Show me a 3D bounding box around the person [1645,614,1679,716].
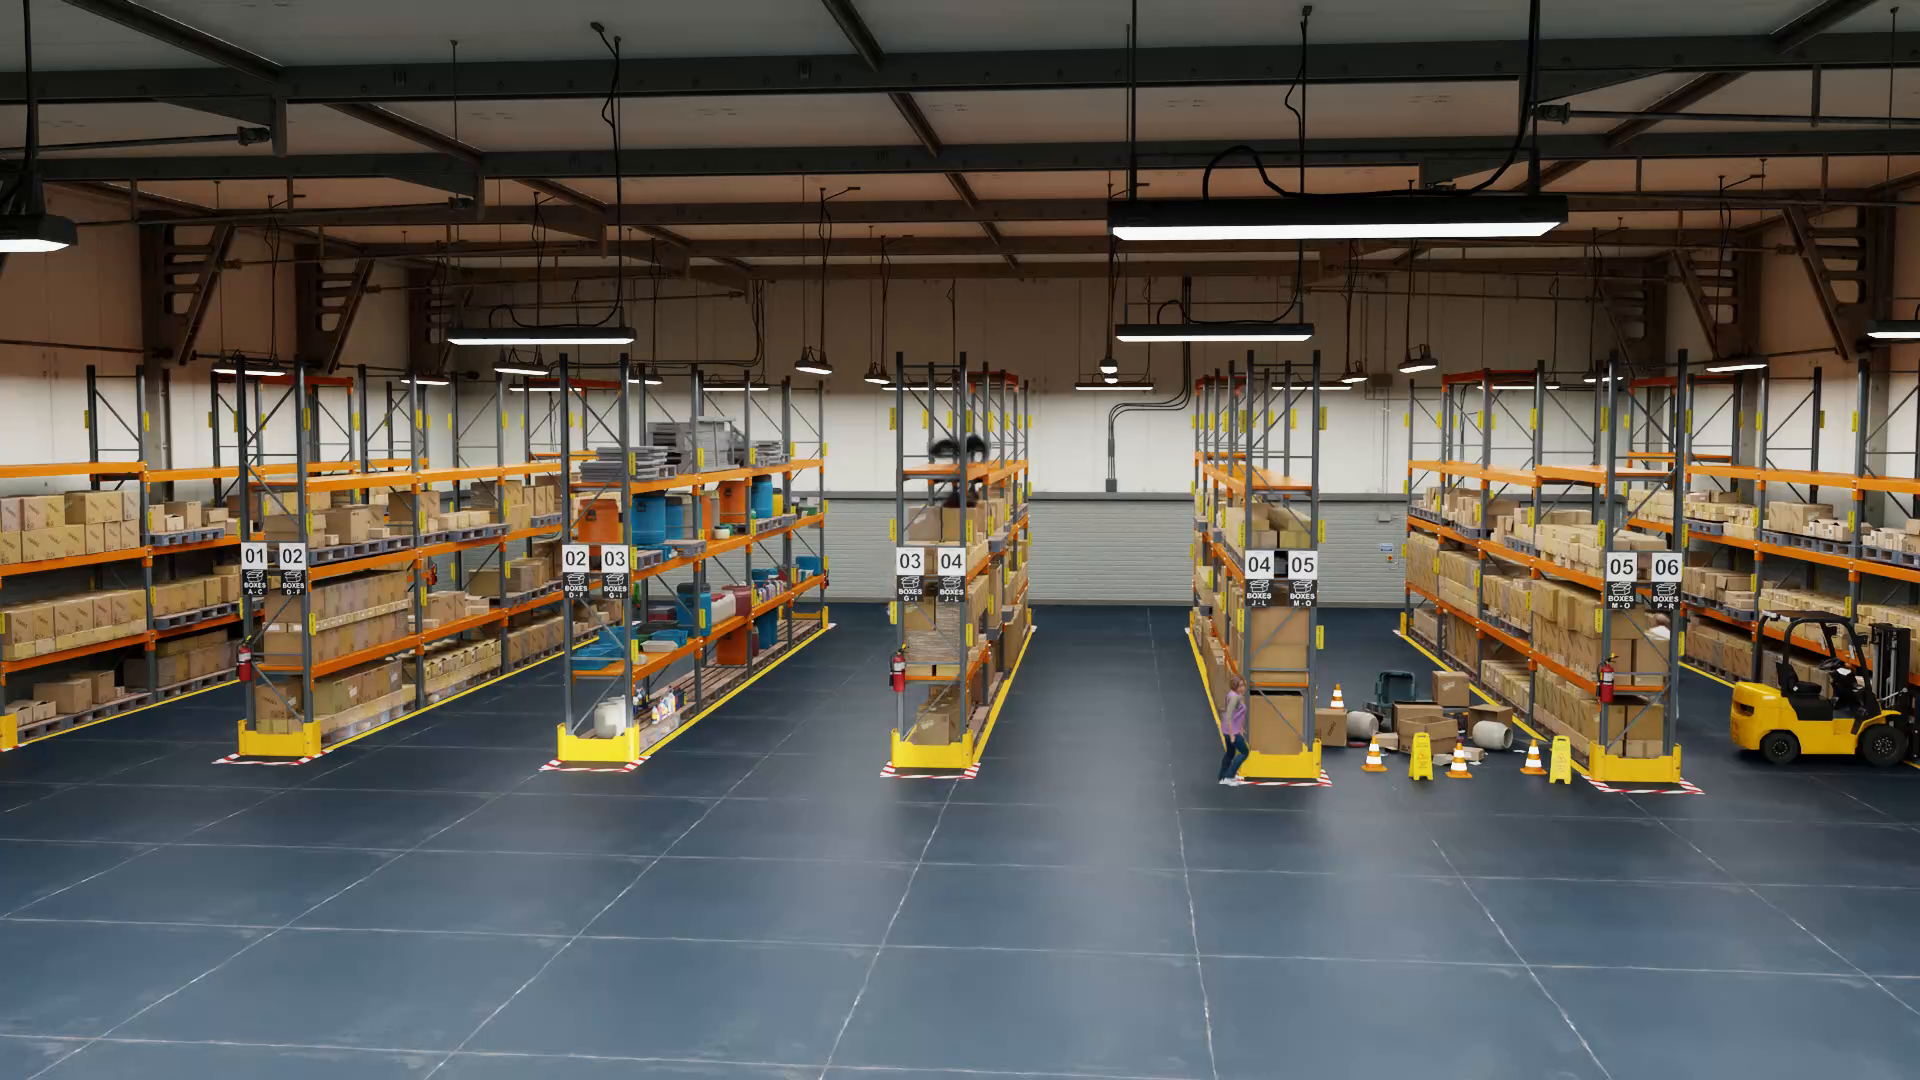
[{"bbox_3d":[11.902,2.129,28.178,0.625,1.730,1.038,0,4,-1],"label":"person"}]

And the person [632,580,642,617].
[{"bbox_3d":[-8.418,1.107,42.605,0.862,1.734,0.713,4,6,42],"label":"person"}]

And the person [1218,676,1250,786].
[{"bbox_3d":[3.751,2.622,22.693,0.400,1.575,0.542,0,4,2],"label":"person"}]
